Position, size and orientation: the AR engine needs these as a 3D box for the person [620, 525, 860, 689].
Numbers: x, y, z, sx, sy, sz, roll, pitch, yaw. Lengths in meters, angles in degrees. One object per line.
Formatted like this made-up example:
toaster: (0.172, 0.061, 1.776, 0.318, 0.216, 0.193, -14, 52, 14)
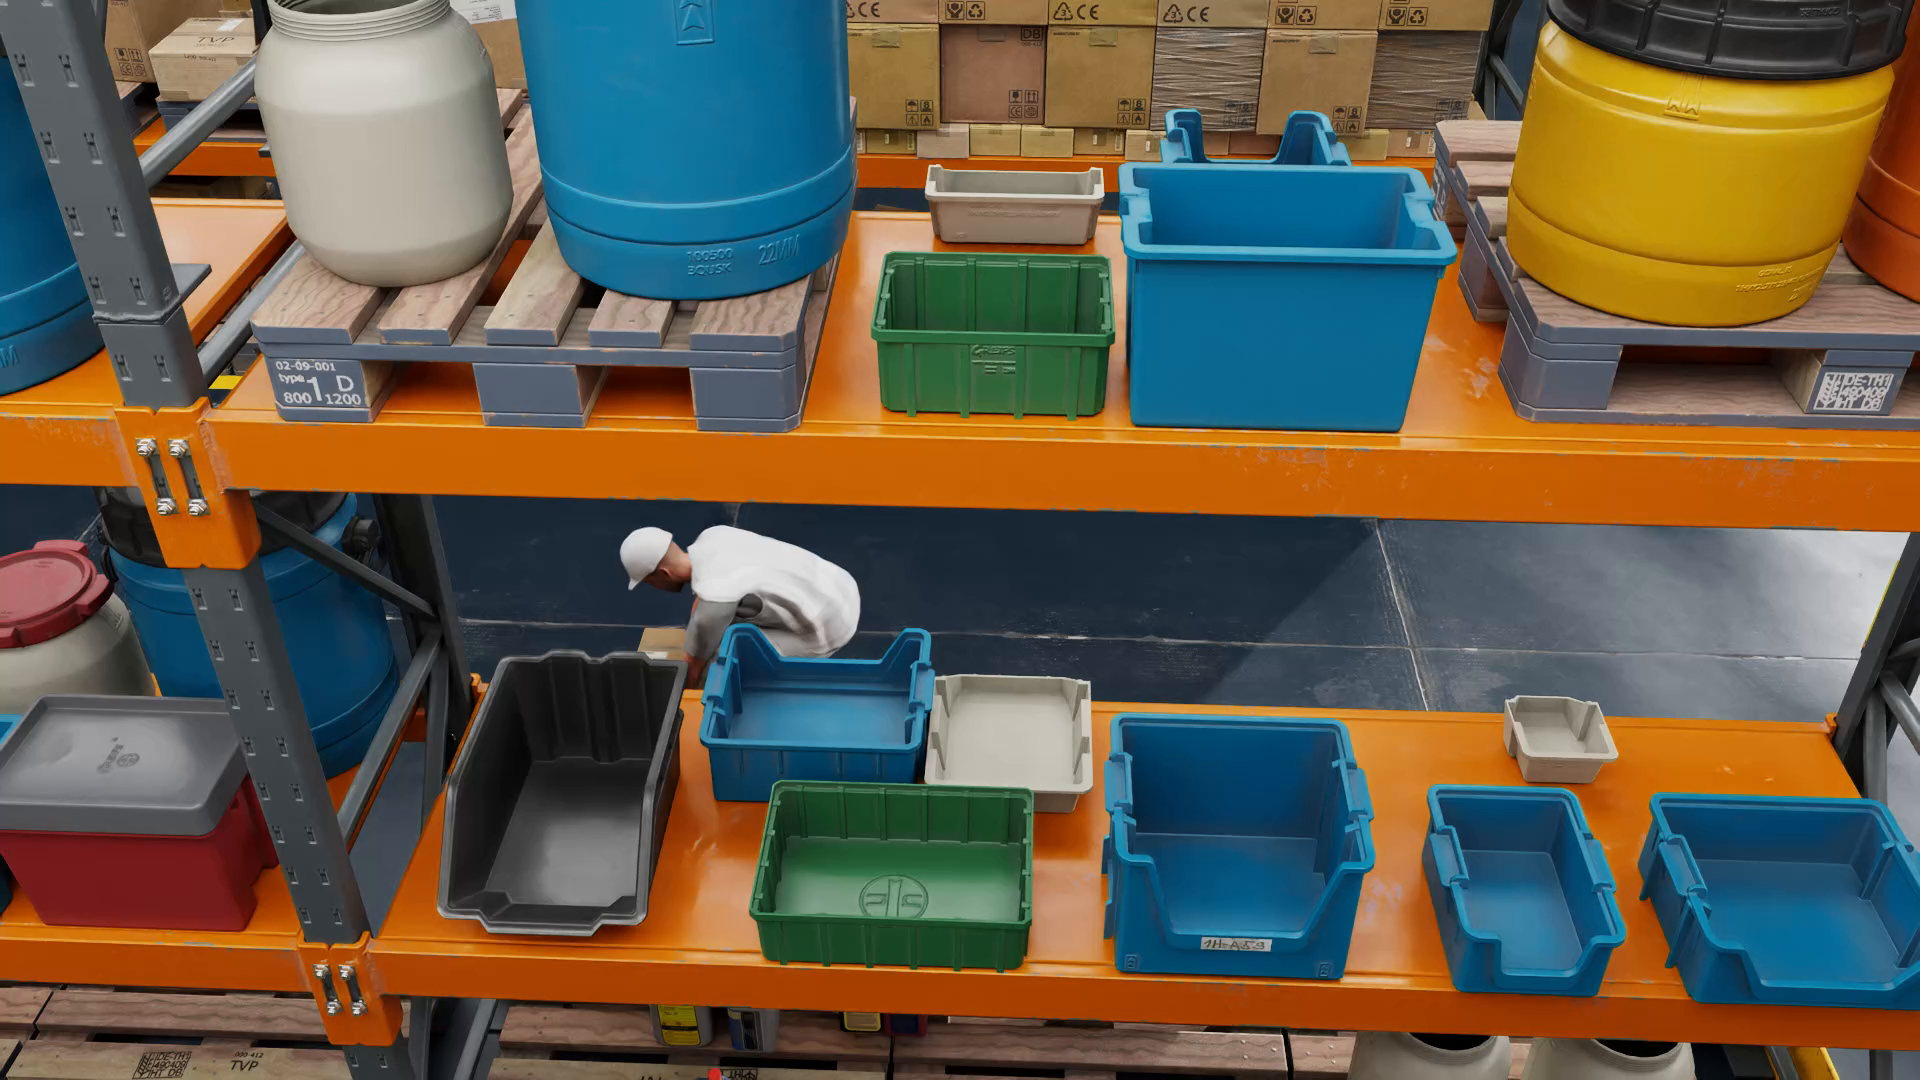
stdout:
person: (-0.837, 0.306, 6.498, 0.889, 0.877, 0.557, 1, 35, 2)
